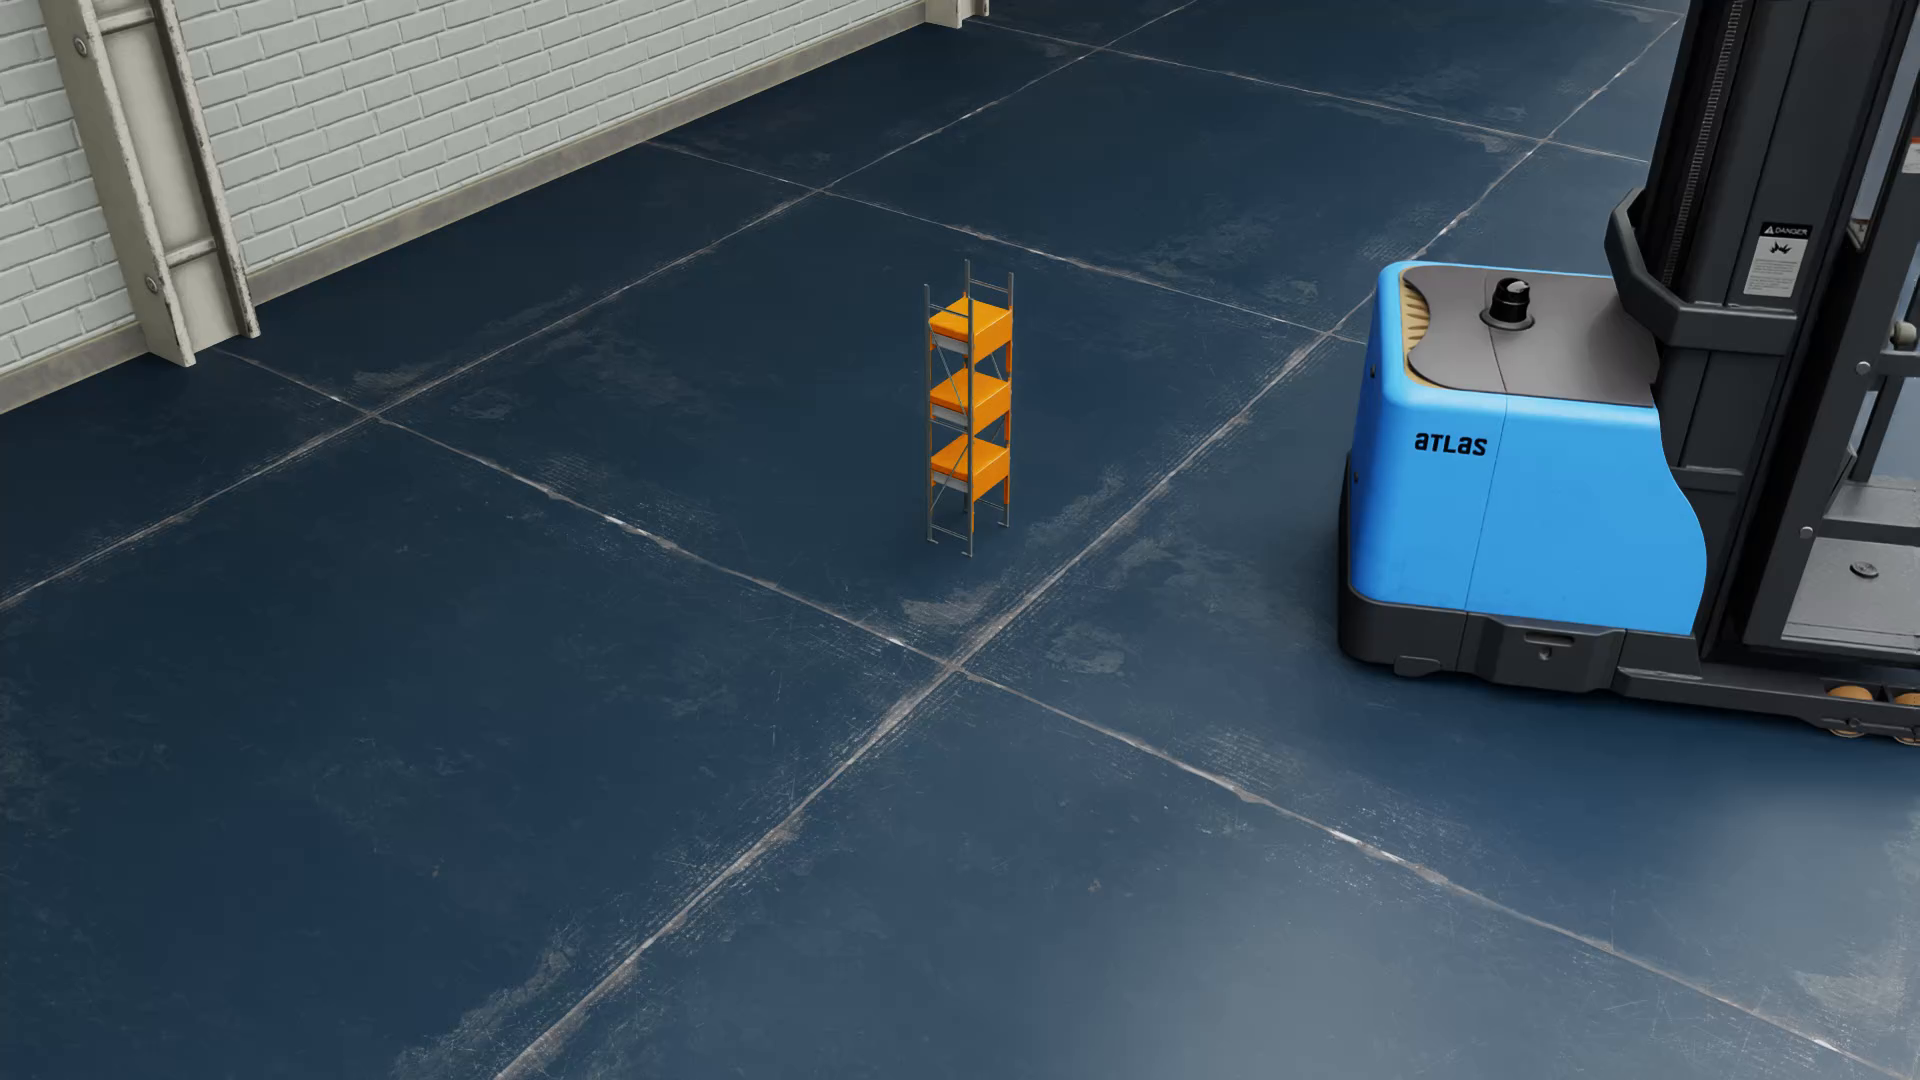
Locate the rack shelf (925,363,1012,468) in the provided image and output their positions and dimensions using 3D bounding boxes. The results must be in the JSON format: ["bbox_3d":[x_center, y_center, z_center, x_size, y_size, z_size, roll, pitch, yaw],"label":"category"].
[{"bbox_3d":[0.031,-0.451,5.998,0.215,0.259,0.240,21,39,28],"label":"rack shelf"}]

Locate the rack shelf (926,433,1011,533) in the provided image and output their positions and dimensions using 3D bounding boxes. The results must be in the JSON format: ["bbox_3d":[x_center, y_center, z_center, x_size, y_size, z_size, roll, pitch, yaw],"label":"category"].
[{"bbox_3d":[0.031,-0.221,6.154,0.215,0.259,0.240,21,39,28],"label":"rack shelf"}]

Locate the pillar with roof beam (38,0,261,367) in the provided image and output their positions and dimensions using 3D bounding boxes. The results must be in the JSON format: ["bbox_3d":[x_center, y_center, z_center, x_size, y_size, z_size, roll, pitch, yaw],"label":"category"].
[{"bbox_3d":[0.085,-3.258,3.035,9.100,9.000,0.400,21,39,28],"label":"pillar with roof beam"}]

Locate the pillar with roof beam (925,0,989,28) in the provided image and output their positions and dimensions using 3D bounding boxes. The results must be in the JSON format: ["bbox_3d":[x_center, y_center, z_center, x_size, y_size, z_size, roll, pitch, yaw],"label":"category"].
[{"bbox_3d":[3.506,-6.020,7.118,9.100,9.000,0.400,21,39,28],"label":"pillar with roof beam"}]

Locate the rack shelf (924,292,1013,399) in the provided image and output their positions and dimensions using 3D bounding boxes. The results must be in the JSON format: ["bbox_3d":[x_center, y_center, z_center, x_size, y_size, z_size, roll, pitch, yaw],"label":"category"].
[{"bbox_3d":[0.031,-0.686,5.839,0.215,0.259,0.240,21,39,28],"label":"rack shelf"}]

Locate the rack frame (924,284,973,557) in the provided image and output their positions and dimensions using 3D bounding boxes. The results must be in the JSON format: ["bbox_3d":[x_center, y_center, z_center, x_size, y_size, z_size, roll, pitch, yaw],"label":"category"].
[{"bbox_3d":[-0.039,-0.403,5.909,0.200,1.050,0.008,21,39,28],"label":"rack frame"}]

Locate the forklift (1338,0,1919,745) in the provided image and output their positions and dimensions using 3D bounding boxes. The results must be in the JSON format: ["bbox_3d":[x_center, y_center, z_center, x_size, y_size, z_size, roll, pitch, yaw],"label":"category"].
[{"bbox_3d":[2.846,-0.887,4.945,3.031,2.935,1.130,6,35,9],"label":"forklift"}]

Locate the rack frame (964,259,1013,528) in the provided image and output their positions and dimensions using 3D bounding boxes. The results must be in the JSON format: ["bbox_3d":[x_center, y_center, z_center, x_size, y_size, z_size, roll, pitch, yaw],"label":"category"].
[{"bbox_3d":[0.100,-0.516,6.075,0.200,1.050,0.008,21,39,28],"label":"rack frame"}]

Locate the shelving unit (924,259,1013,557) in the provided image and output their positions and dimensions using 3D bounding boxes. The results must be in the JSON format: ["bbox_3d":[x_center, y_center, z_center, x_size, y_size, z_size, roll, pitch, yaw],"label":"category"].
[{"bbox_3d":[0.031,-0.460,5.992,0.215,1.050,0.252,21,39,28],"label":"shelving unit"}]
